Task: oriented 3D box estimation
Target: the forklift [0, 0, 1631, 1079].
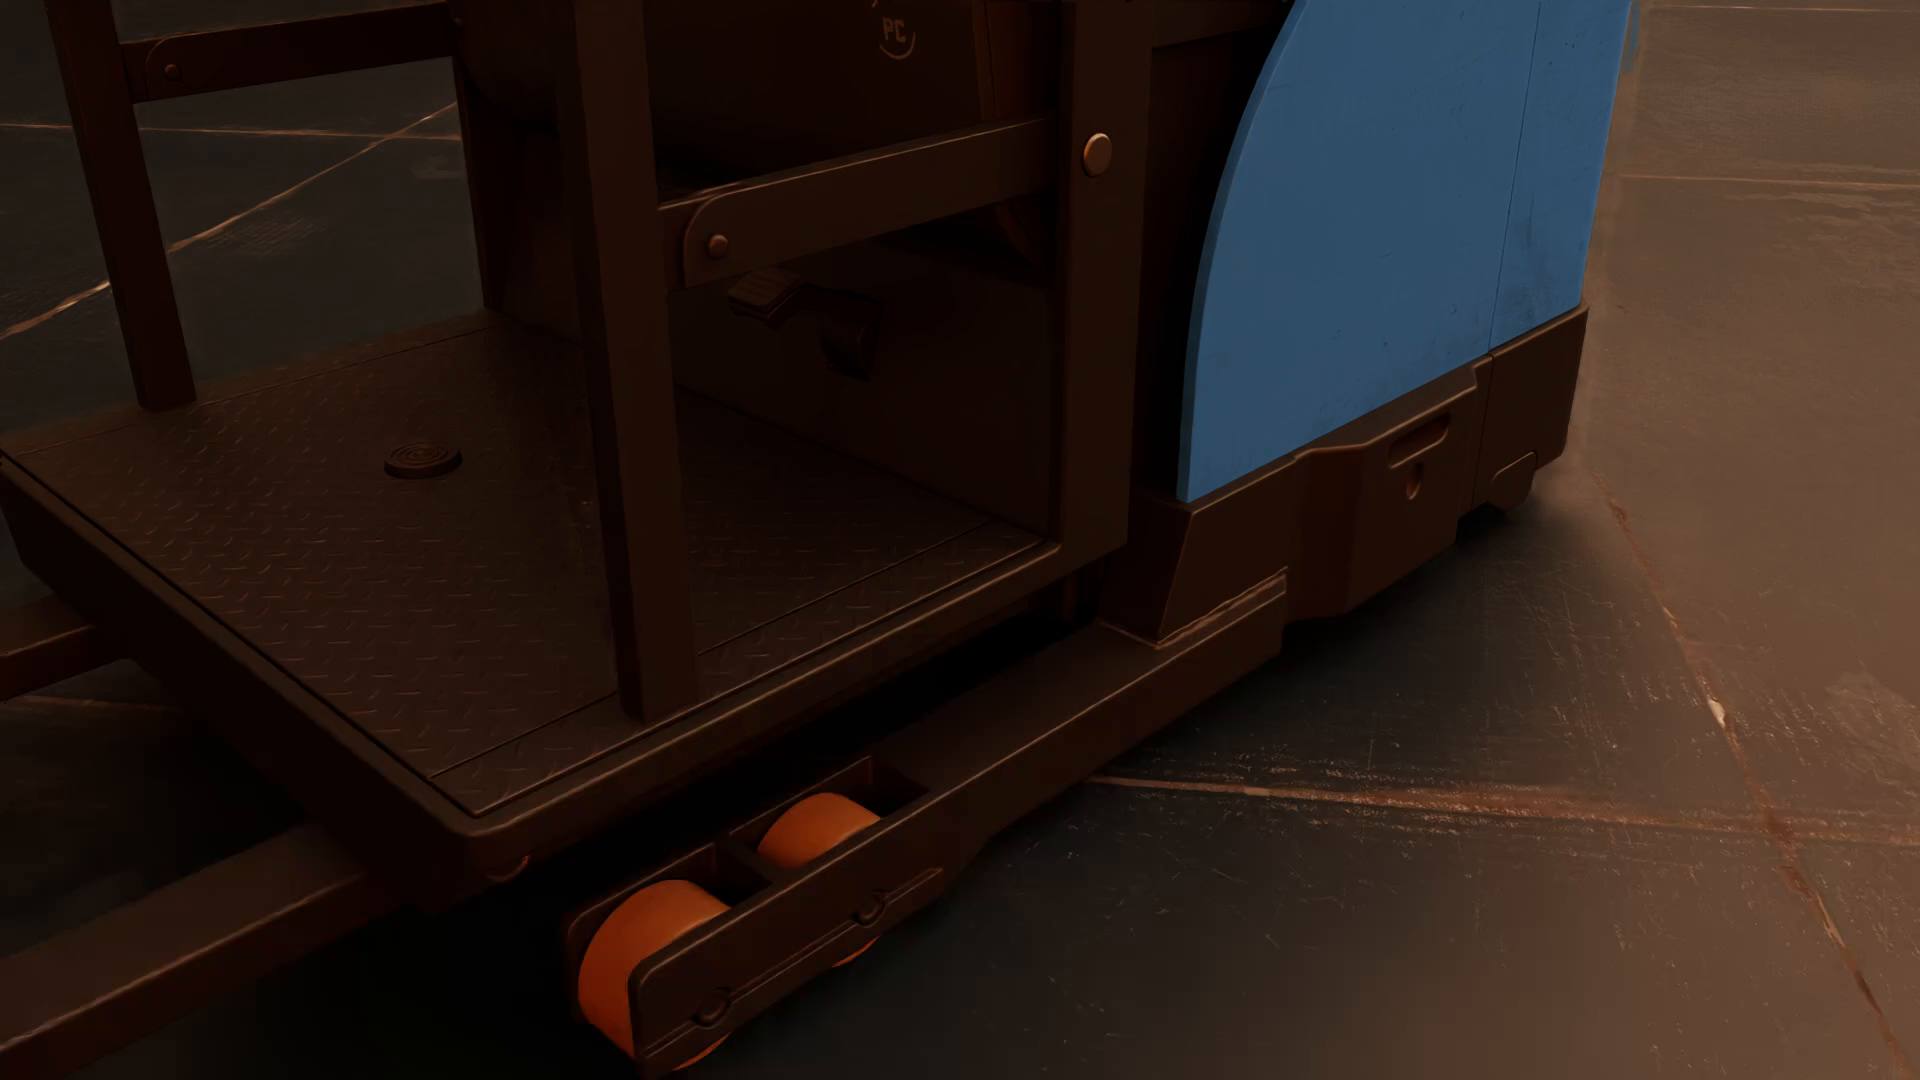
[{"bbox_3d":[-0.426,-1.087,1.395,1.130,2.935,3.031,23,35,39],"label":"forklift"}]
